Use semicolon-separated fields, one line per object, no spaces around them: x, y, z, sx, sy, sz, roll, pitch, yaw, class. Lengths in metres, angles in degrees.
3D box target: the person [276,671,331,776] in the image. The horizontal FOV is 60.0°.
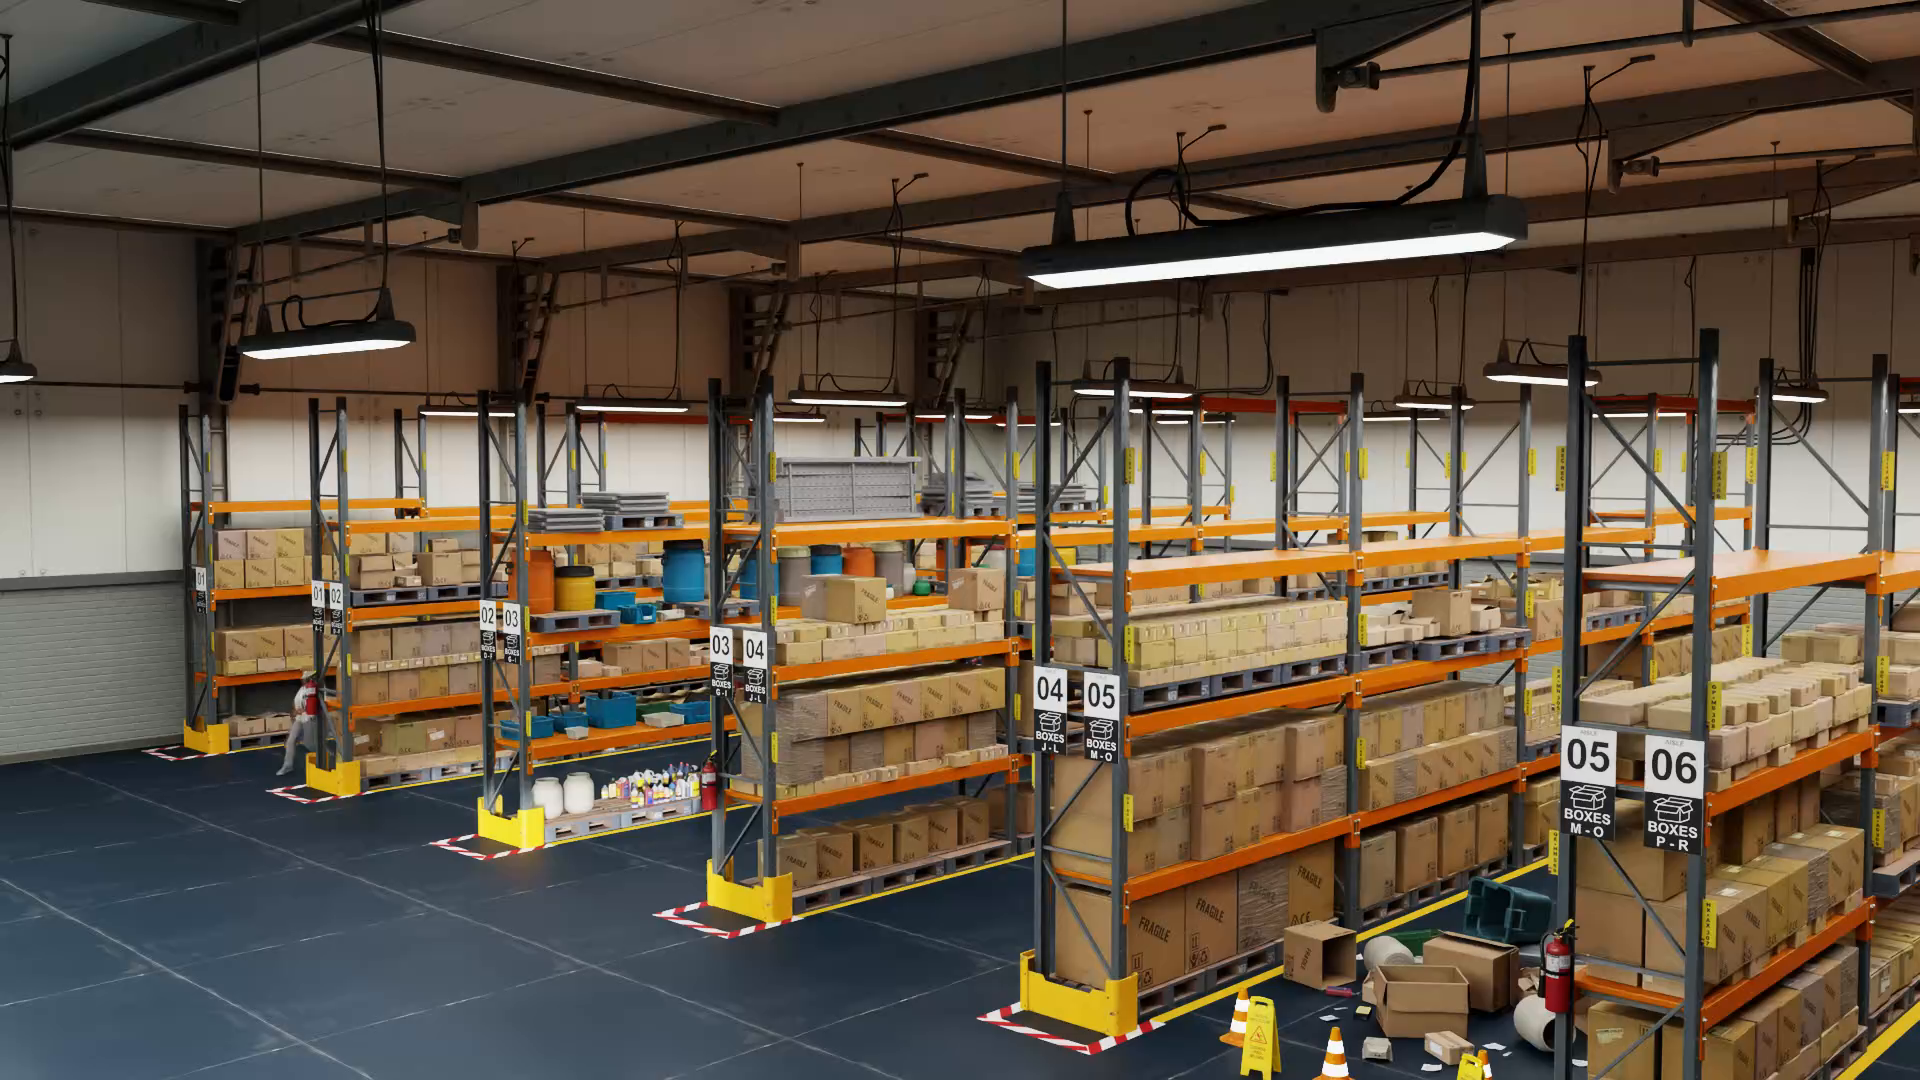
-10.480;2.916;26.751;0.628;1.674;0.927;2;3;30;person
